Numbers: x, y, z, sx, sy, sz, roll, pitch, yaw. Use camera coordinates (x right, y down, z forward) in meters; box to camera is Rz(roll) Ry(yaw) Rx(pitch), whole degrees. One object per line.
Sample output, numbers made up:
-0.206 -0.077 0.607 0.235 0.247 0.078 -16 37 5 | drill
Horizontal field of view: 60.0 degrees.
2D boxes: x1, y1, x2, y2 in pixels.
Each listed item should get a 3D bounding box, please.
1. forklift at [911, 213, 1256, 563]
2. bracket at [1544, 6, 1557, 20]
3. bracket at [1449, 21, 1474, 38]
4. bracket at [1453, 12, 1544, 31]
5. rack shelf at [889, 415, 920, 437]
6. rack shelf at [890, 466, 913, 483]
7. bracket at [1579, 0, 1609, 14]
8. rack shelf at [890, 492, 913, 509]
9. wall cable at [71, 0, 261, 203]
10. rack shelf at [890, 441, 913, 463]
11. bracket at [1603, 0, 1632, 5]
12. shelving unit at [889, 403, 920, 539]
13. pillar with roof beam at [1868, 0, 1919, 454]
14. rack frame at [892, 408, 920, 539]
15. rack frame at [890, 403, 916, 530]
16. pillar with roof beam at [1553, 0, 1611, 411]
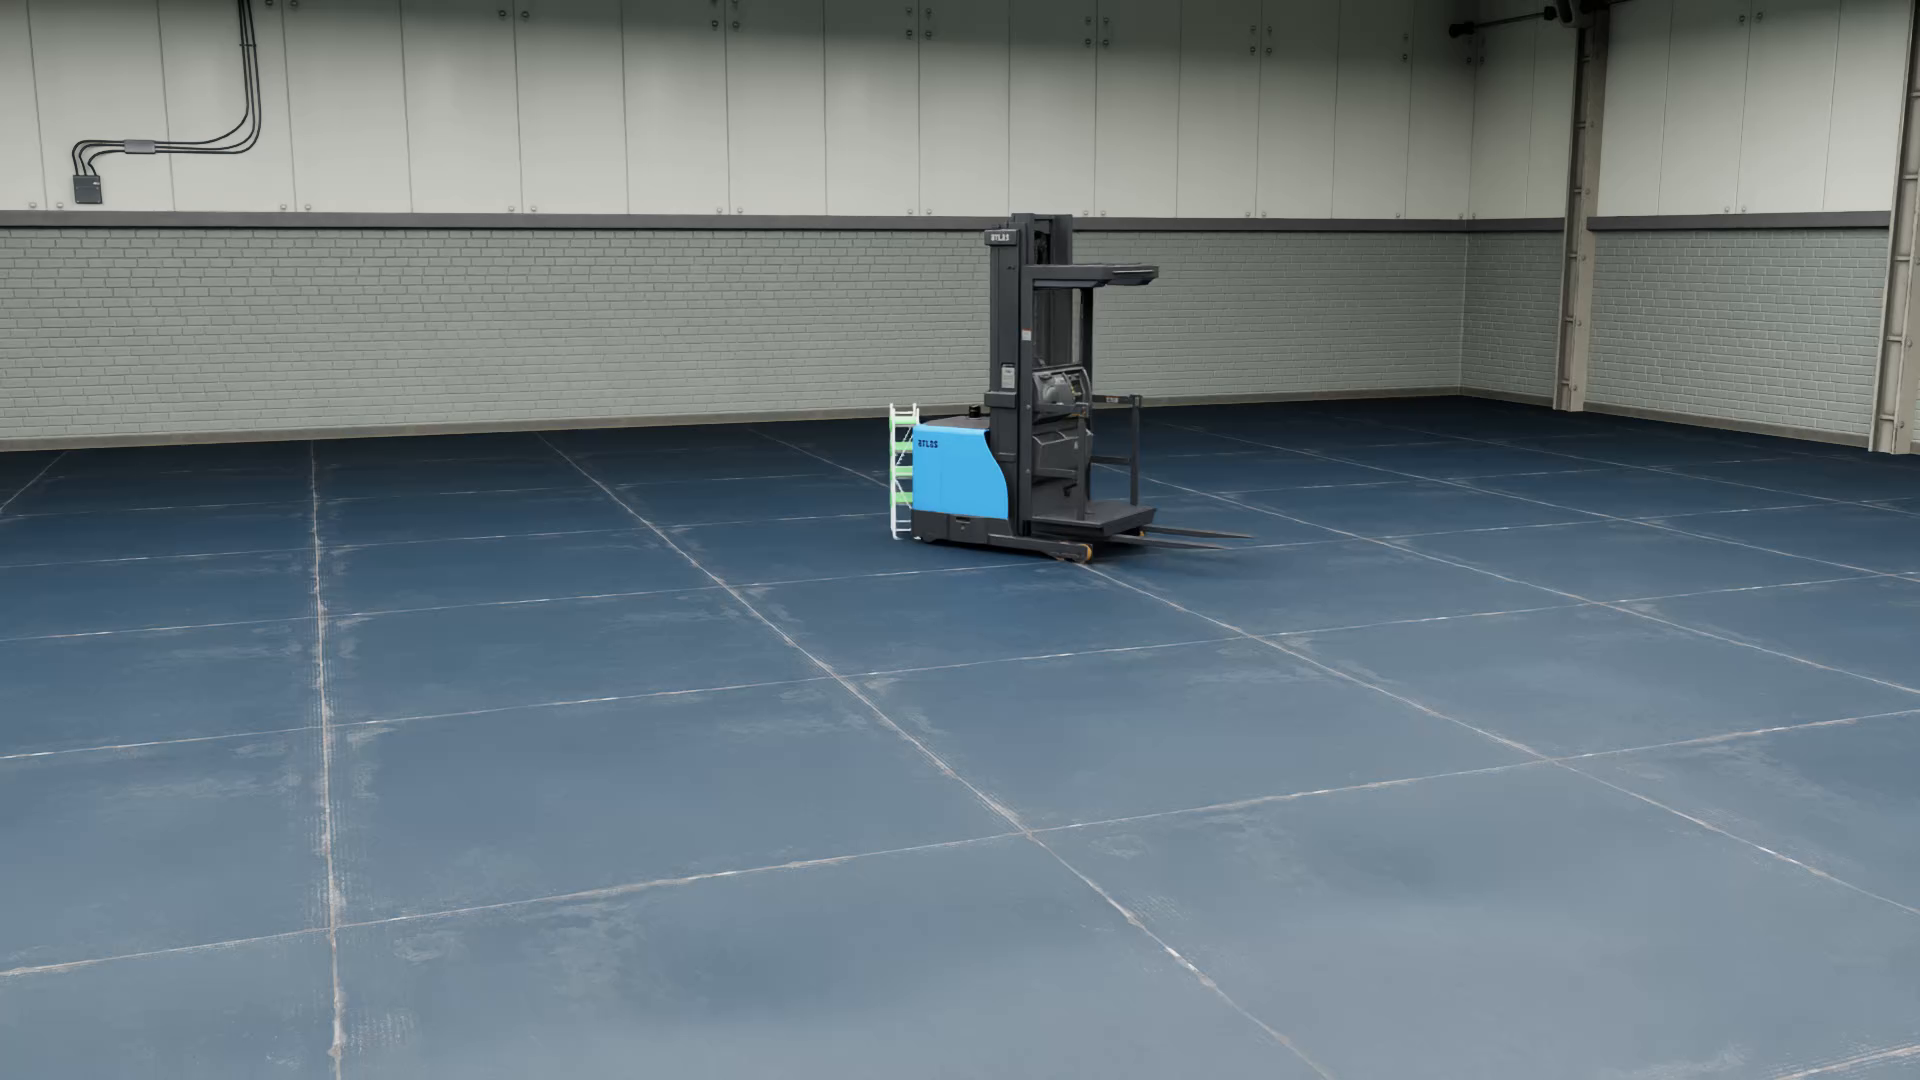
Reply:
1.072 -1.351 14.476 3.031 2.935 1.130 6 12 32 | forklift
9.475 -8.375 26.358 0.235 0.232 0.430 -4 11 -21 | bracket
8.616 -8.762 28.533 0.235 0.232 0.430 -4 11 -21 | bracket
8.830 -8.665 27.991 0.076 0.066 3.189 -4 11 -21 | bracket
-0.514 -1.055 15.379 0.258 0.148 0.480 -1 10 -5 | rack shelf
-0.514 -0.582 15.463 0.258 0.148 0.480 -1 10 -5 | rack shelf
9.775 -8.239 25.597 0.235 0.232 0.430 -4 11 -21 | bracket
-0.514 -0.346 15.505 0.258 0.148 0.480 -1 10 -5 | rack shelf
-10.384 -7.397 21.431 2.305 6.003 0.169 -4 11 -21 | wall cable
-0.514 -0.819 15.421 0.258 0.148 0.480 -1 10 -5 | rack shelf
10.709 -7.819 23.232 0.076 0.066 4.783 -4 11 -21 | bracket
-0.514 -0.645 15.452 0.258 1.200 0.503 -1 10 -5 | shelving unit
8.118 -5.305 19.378 9.100 9.000 0.400 -4 11 -21 | pillar with roof beam
-0.493 -0.603 15.213 0.240 1.200 0.015 -1 10 -5 | rack frame
-0.534 -0.688 15.692 0.240 1.200 0.015 -1 10 -5 | rack frame
5.943 -6.284 24.884 9.100 9.000 0.548 -4 11 -21 | pillar with roof beam
